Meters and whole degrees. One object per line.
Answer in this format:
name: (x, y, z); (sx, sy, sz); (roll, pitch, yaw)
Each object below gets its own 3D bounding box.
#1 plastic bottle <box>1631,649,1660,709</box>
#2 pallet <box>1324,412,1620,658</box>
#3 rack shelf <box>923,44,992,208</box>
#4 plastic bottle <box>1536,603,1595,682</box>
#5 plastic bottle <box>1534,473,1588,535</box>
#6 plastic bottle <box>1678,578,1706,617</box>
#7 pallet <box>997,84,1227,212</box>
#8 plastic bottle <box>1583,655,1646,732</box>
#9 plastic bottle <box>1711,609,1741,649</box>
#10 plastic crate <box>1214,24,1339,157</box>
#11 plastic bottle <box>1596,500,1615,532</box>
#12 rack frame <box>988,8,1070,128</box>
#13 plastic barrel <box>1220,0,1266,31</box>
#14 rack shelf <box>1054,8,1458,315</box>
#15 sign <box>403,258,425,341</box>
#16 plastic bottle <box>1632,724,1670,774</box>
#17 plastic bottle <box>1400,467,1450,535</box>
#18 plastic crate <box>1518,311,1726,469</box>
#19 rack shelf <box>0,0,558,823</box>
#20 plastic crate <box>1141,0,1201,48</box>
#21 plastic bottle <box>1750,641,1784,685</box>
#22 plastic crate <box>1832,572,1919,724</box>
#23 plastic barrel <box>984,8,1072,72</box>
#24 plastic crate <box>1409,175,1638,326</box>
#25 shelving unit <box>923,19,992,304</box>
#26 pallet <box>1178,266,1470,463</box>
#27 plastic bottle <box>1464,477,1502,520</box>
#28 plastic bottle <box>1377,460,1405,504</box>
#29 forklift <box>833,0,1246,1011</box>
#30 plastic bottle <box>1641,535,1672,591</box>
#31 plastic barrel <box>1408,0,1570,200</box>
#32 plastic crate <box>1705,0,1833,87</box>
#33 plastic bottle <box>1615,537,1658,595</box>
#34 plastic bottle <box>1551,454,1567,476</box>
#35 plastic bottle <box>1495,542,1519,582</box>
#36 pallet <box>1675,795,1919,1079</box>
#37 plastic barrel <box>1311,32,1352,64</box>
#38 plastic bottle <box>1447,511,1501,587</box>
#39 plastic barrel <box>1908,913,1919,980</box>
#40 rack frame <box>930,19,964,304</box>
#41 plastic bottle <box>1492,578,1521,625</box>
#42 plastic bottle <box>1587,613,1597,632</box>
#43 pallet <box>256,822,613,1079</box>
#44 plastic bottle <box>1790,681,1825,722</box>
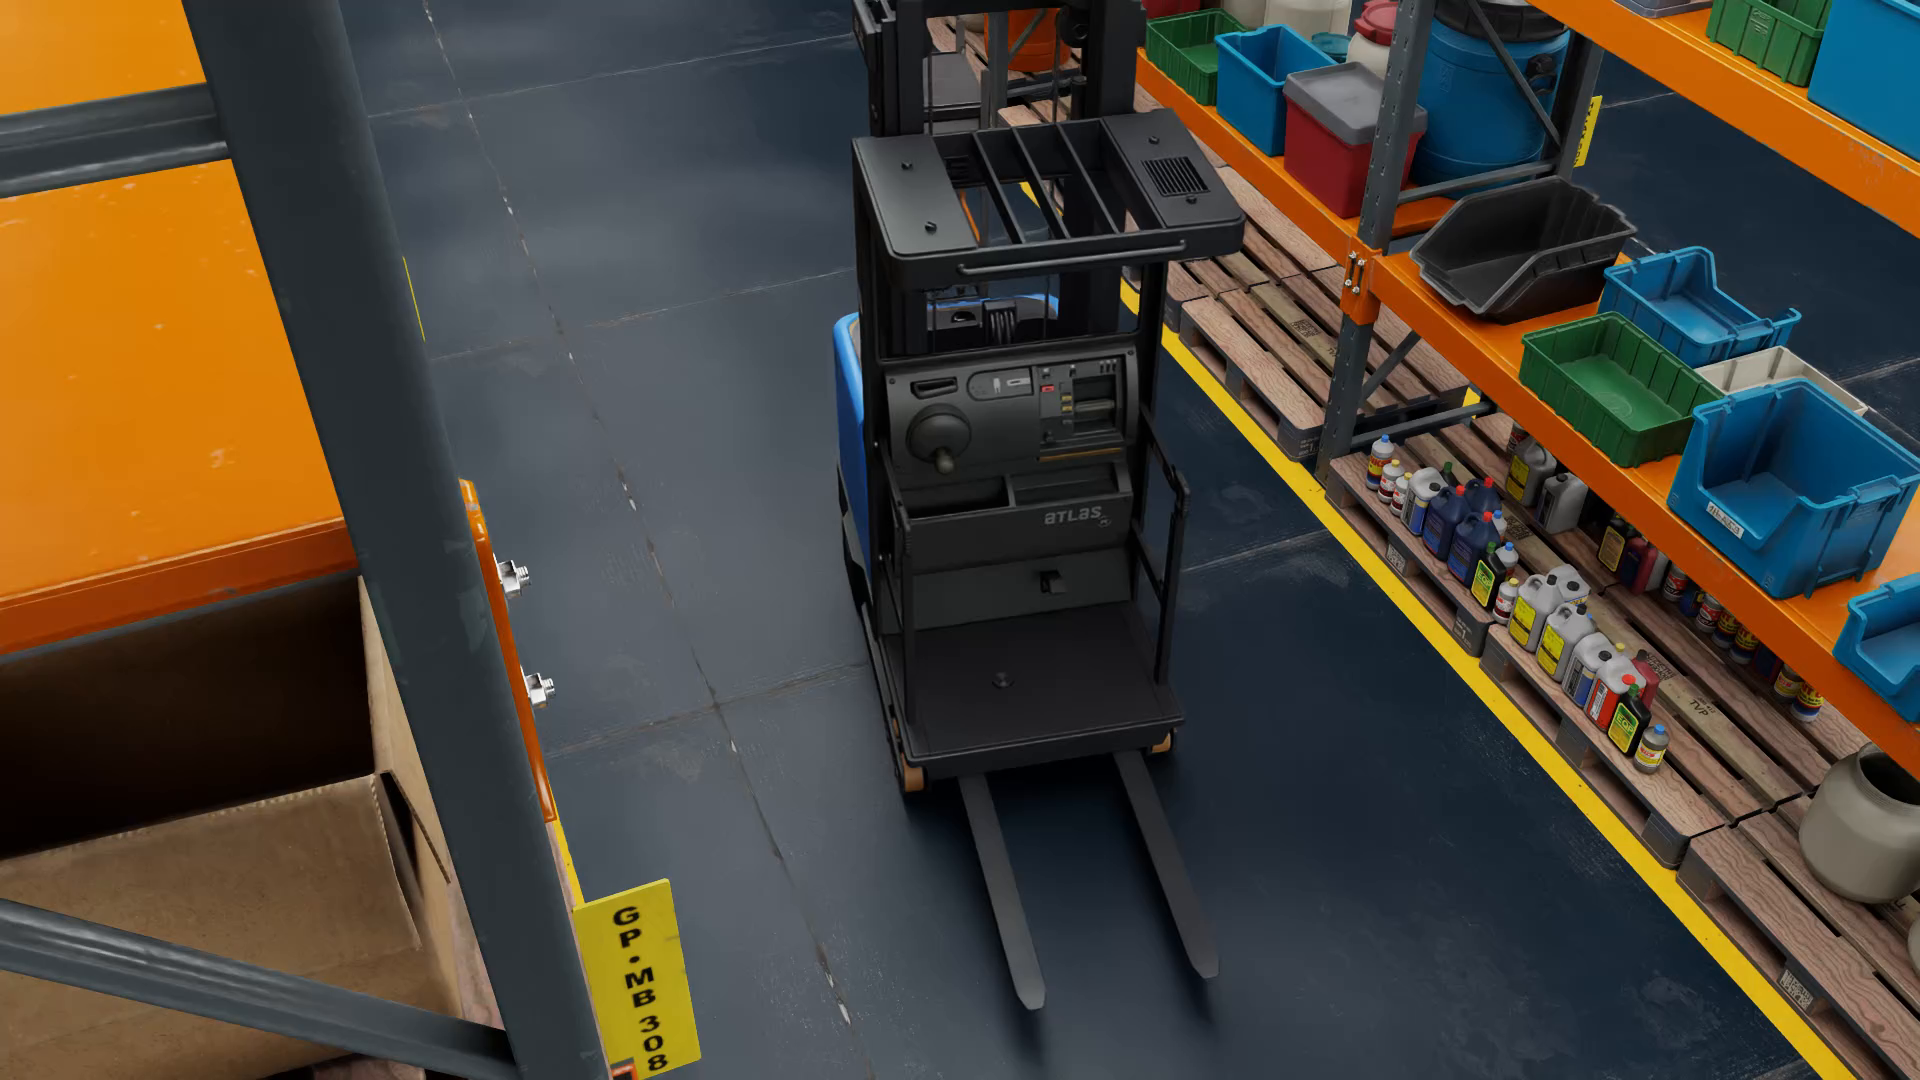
plastic bottle: (2.640, 0.560, 6.462); (0.061, 0.283, 0.133); (-15, 43, -17)
pallet: (2.409, -0.057, 7.574); (1.003, 0.211, 1.213); (-15, 43, -17)
rack shelf: (-0.129, -1.729, 7.016); (0.431, 0.518, 0.480); (-8, 41, -9)
plastic bottle: (2.422, 0.379, 6.621); (0.144, 0.351, 0.185); (-13, 42, -15)
plastic bottle: (2.649, -0.180, 7.329); (0.152, 0.276, 0.135); (-15, 43, -17)
plastic bottle: (3.068, 0.189, 6.904); (0.097, 0.271, 0.097); (0, 41, 0)
pallet: (0.921, -2.406, 10.304); (1.003, 0.211, 1.213); (-15, 43, -17)
plastic bottle: (2.542, 0.590, 6.433); (0.152, 0.276, 0.135); (-15, 43, -17)
plastic bottle: (3.146, 0.311, 6.762); (0.097, 0.271, 0.097); (0, 41, 0)
plastic crate: (1.481, -2.111, 7.835); (0.392, 0.384, 0.575); (-15, 43, -17)
plastic bottle: (2.878, -0.147, 7.285); (0.061, 0.283, 0.133); (-12, 42, -14)
rack frame: (0.660, -3.939, 9.949); (1.000, 3.000, 0.127); (-15, 43, -17)
plastic barrel: (1.581, -2.915, 8.653); (0.433, 0.535, 0.433); (0, 41, 0)
rack shelf: (1.425, -2.462, 8.783); (1.077, 0.370, 4.000); (-15, 43, -17)
sign: (-1.875, -0.794, 5.567); (0.100, 0.325, 0.005); (-15, 43, -17)
plastic bottle: (2.613, 0.777, 6.273); (0.097, 0.201, 0.097); (0, 41, 0)
plastic bottle: (2.057, -0.175, 7.323); (0.152, 0.276, 0.135); (-14, 43, -15)
plastic crate: (2.449, -0.561, 6.183); (0.450, 0.188, 0.662); (-15, 43, -17)
rack shelf: (-1.622, -0.942, 2.720); (1.077, 0.370, 4.000); (-15, 43, -17)
plastic crate: (0.996, -2.914, 8.707); (0.402, 0.464, 0.583); (-15, 43, -17)
plastic bottle: (3.246, 0.432, 6.611); (0.061, 0.283, 0.133); (-14, 43, -16)
plastic crate: (3.010, 0.317, 5.114); (0.499, 0.251, 0.408); (-15, 43, -17)
plastic barrel: (0.457, -3.566, 10.857); (0.600, 0.830, 0.708); (-15, 43, -17)
plastic crate: (2.273, -1.159, 6.764); (0.767, 0.338, 0.504); (-15, 43, -17)
shelving unit: (-0.129, -1.209, 7.464); (0.431, 2.100, 0.503); (-8, 41, -9)
pallet: (1.854, -0.936, 8.595); (1.003, 0.211, 1.213); (-15, 43, -17)
plastic bottle: (2.249, -0.138, 7.223); (0.144, 0.351, 0.185); (-15, 43, -17)
plastic bottle: (1.946, -0.273, 7.494); (0.097, 0.201, 0.097); (0, 41, 0)
forklift: (0.241, -0.393, 5.877); (1.130, 2.935, 3.031); (-8, 41, -9)
plastic bottle: (2.959, 0.061, 7.048); (0.152, 0.276, 0.135); (-14, 43, -16)
plastic barrel: (2.323, -2.028, 7.342); (0.600, 0.901, 0.708); (-15, 43, -17)
plastic crate: (2.543, -1.568, 5.054); (0.336, 0.188, 0.450); (-15, 43, -17)
plastic bottle: (2.861, 0.085, 7.015); (0.061, 0.283, 0.133); (-15, 43, -17)
plastic bottle: (2.703, -0.376, 7.500); (0.144, 0.351, 0.185); (-16, 43, -18)
plastic bottle: (2.279, 0.121, 6.983); (0.097, 0.271, 0.097); (0, 41, 0)
pallet: (3.343, 1.412, 5.864); (1.003, 0.211, 1.213); (-15, 43, -17)
plastic barrel: (1.826, -2.313, 8.164); (0.301, 0.262, 0.301); (0, 41, 0)
plastic bottle: (2.188, 0.011, 7.049); (0.144, 0.351, 0.185); (-17, 43, -19)
plastic barrel: (3.399, 1.287, 5.458); (0.421, 0.512, 0.421); (0, 41, 0)
rack frame: (-0.179, -1.365, 7.645); (0.400, 2.100, 0.015); (-8, 41, -9)
plastic bottle: (2.275, 0.244, 6.893); (0.097, 0.201, 0.097); (0, 41, 0)
plastic bottle: (2.517, 0.380, 6.735); (0.097, 0.201, 0.097); (0, 41, 0)
pallet: (-1.103, 0.577, 2.464); (1.003, 0.211, 1.213); (-15, 43, -17)
plastic bottle: (3.315, 0.578, 6.451); (0.097, 0.271, 0.097); (0, 41, 0)
